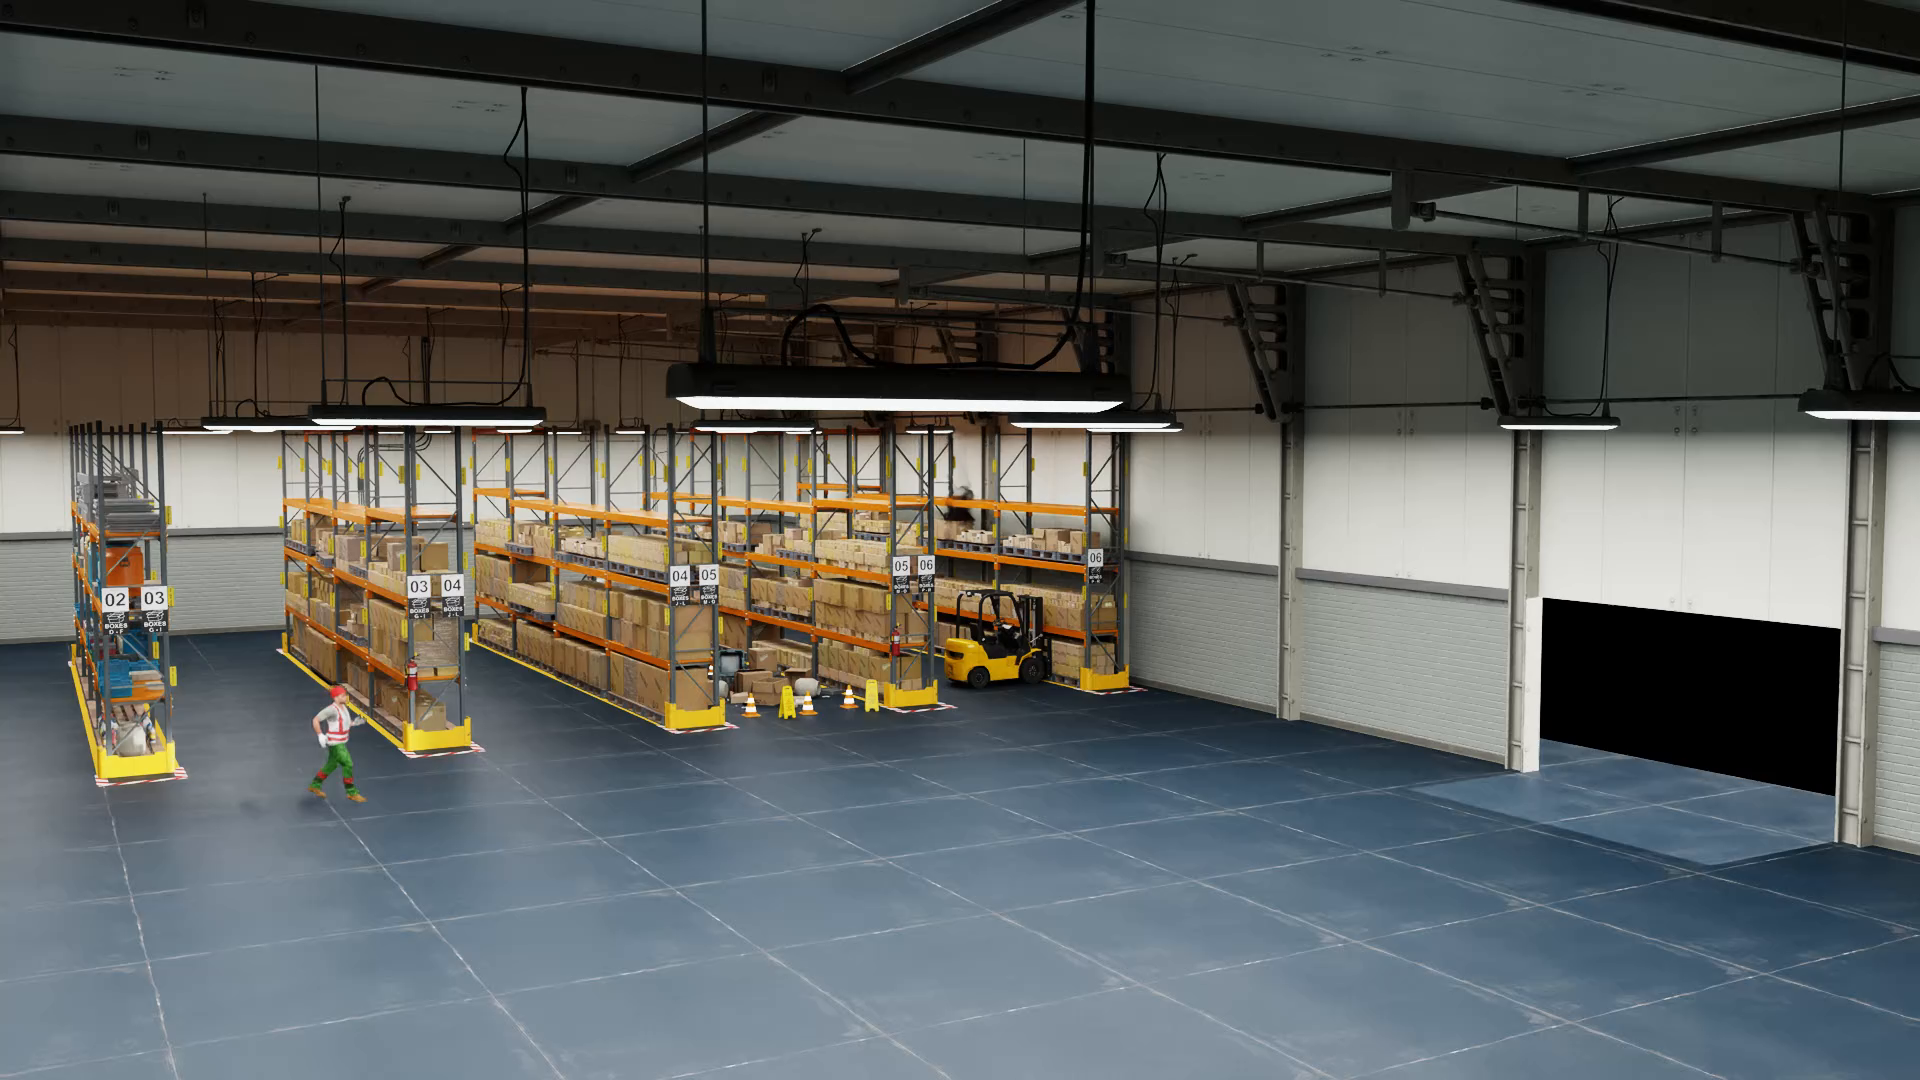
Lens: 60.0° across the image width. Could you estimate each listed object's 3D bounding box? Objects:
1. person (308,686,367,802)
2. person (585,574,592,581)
[{"bbox_3d":[-9.760,3.192,26.007,0.942,1.812,0.655,0,4,-2],"label":"person"},{"bbox_3d":[-11.243,1.752,50.553,0.581,1.725,0.743,-3,4,-37],"label":"person"}]
